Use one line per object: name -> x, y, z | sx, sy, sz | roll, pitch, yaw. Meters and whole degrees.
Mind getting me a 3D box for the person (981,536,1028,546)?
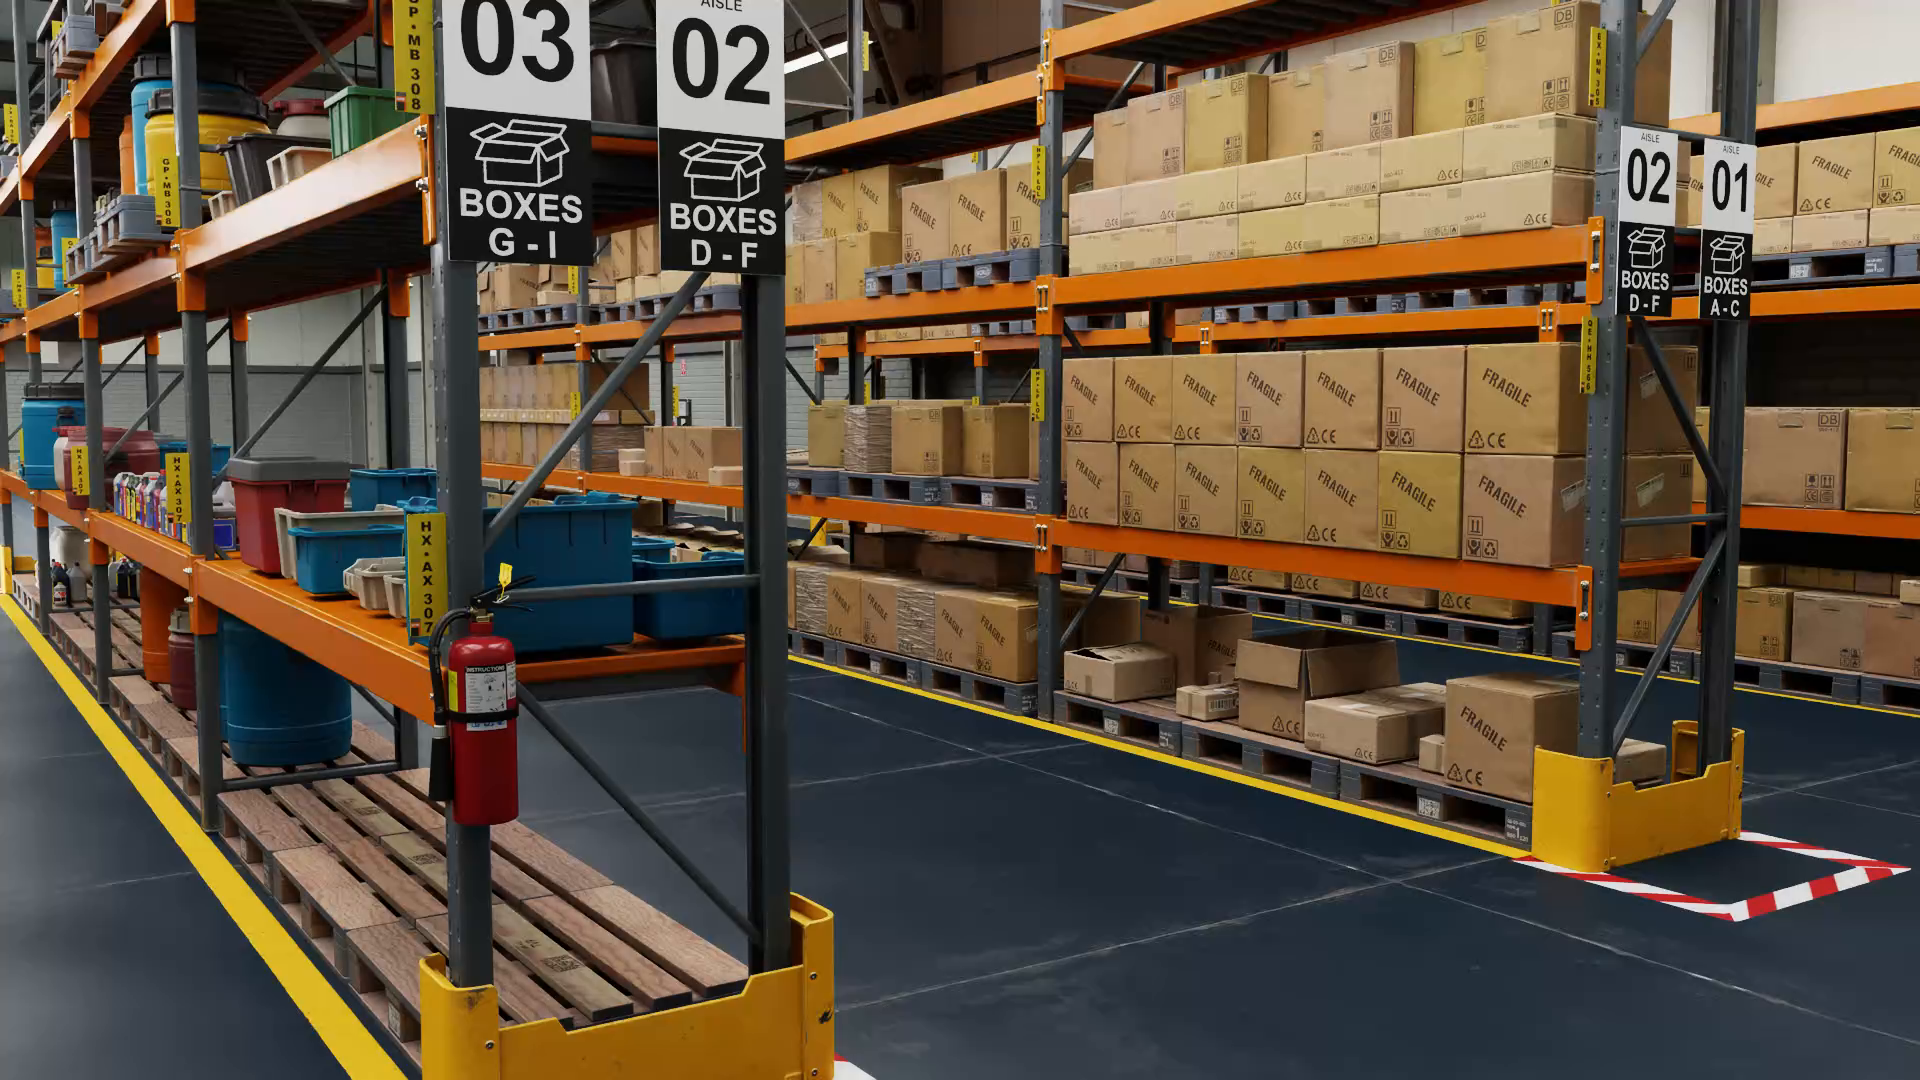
person -> 0.381, -0.017, 14.786 | 0.508, 1.659, 0.395 | -3, 6, -34
